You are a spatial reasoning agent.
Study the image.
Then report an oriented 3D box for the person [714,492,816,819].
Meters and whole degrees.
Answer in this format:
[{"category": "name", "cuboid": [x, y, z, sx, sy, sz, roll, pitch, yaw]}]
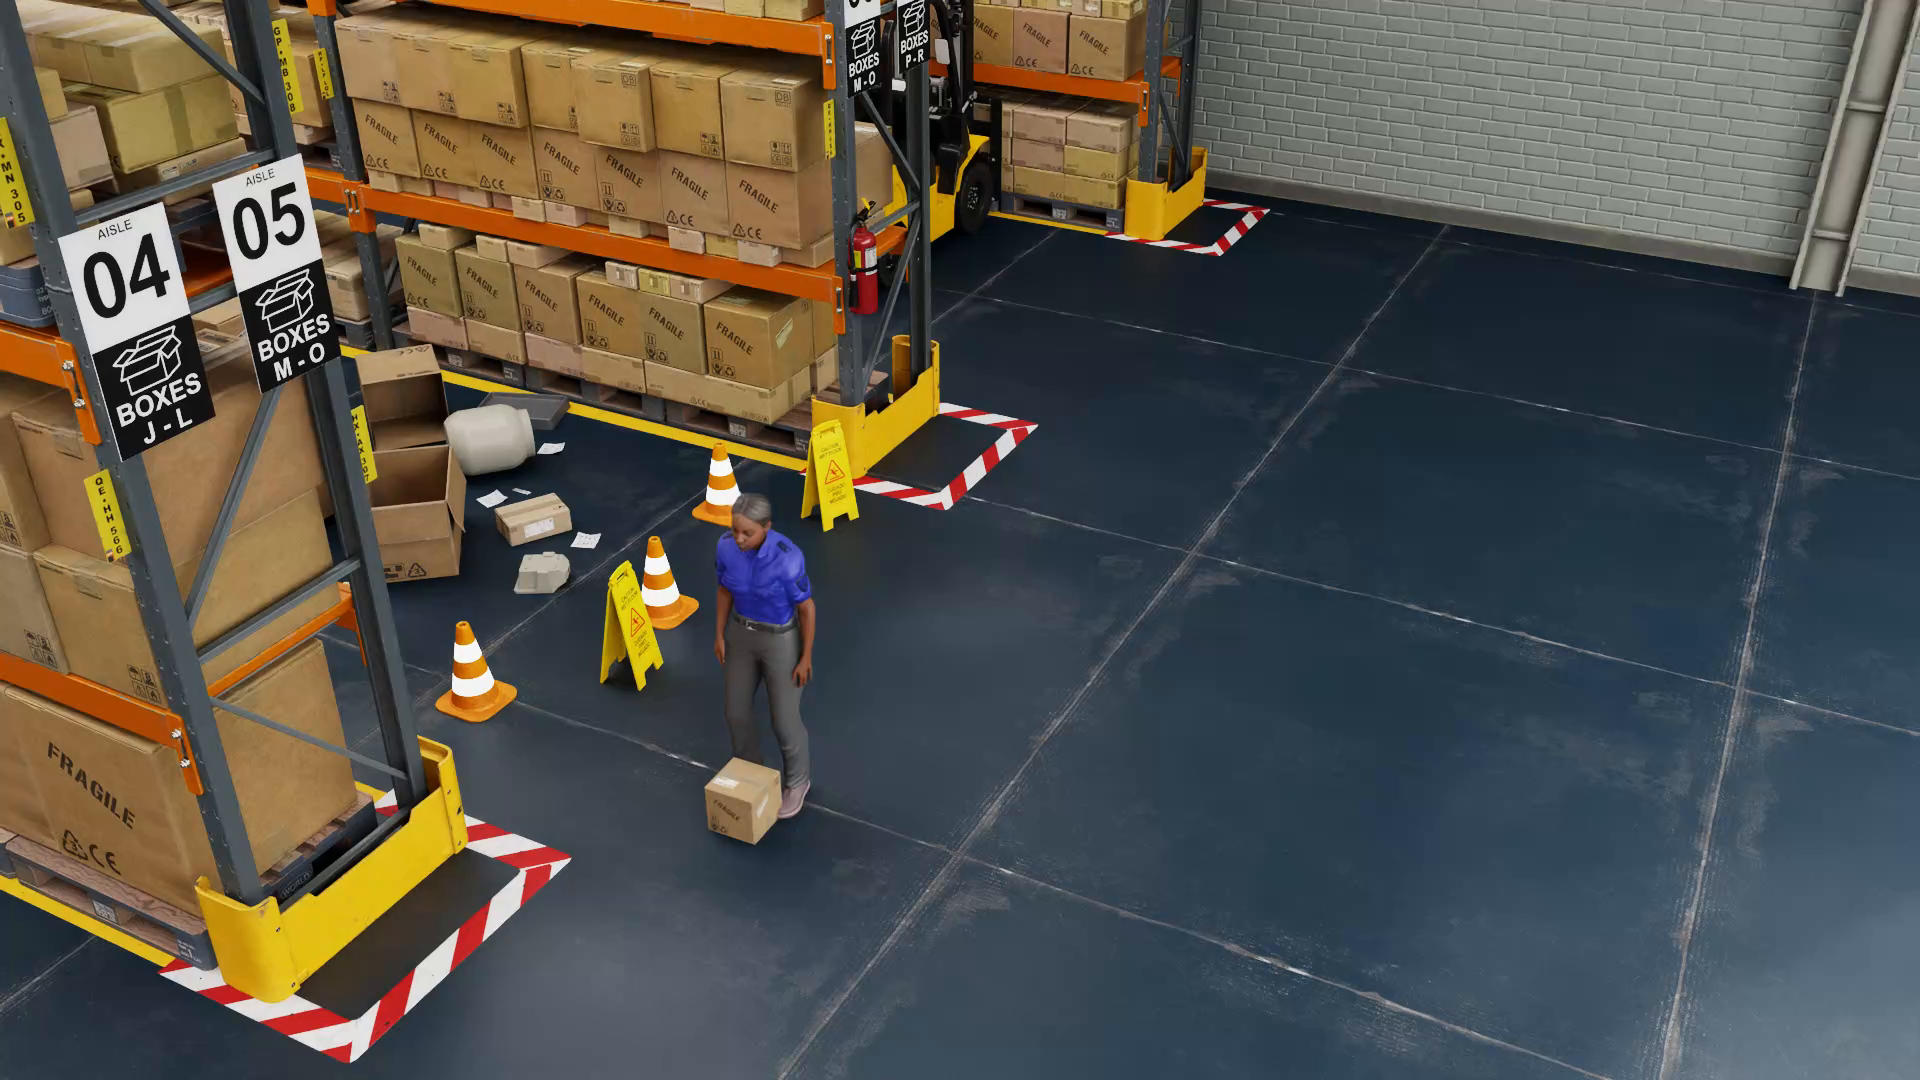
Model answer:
[{"category": "person", "cuboid": [-0.892, 0.482, 7.464, 0.518, 1.653, 0.349, 13, 33, 21]}]
